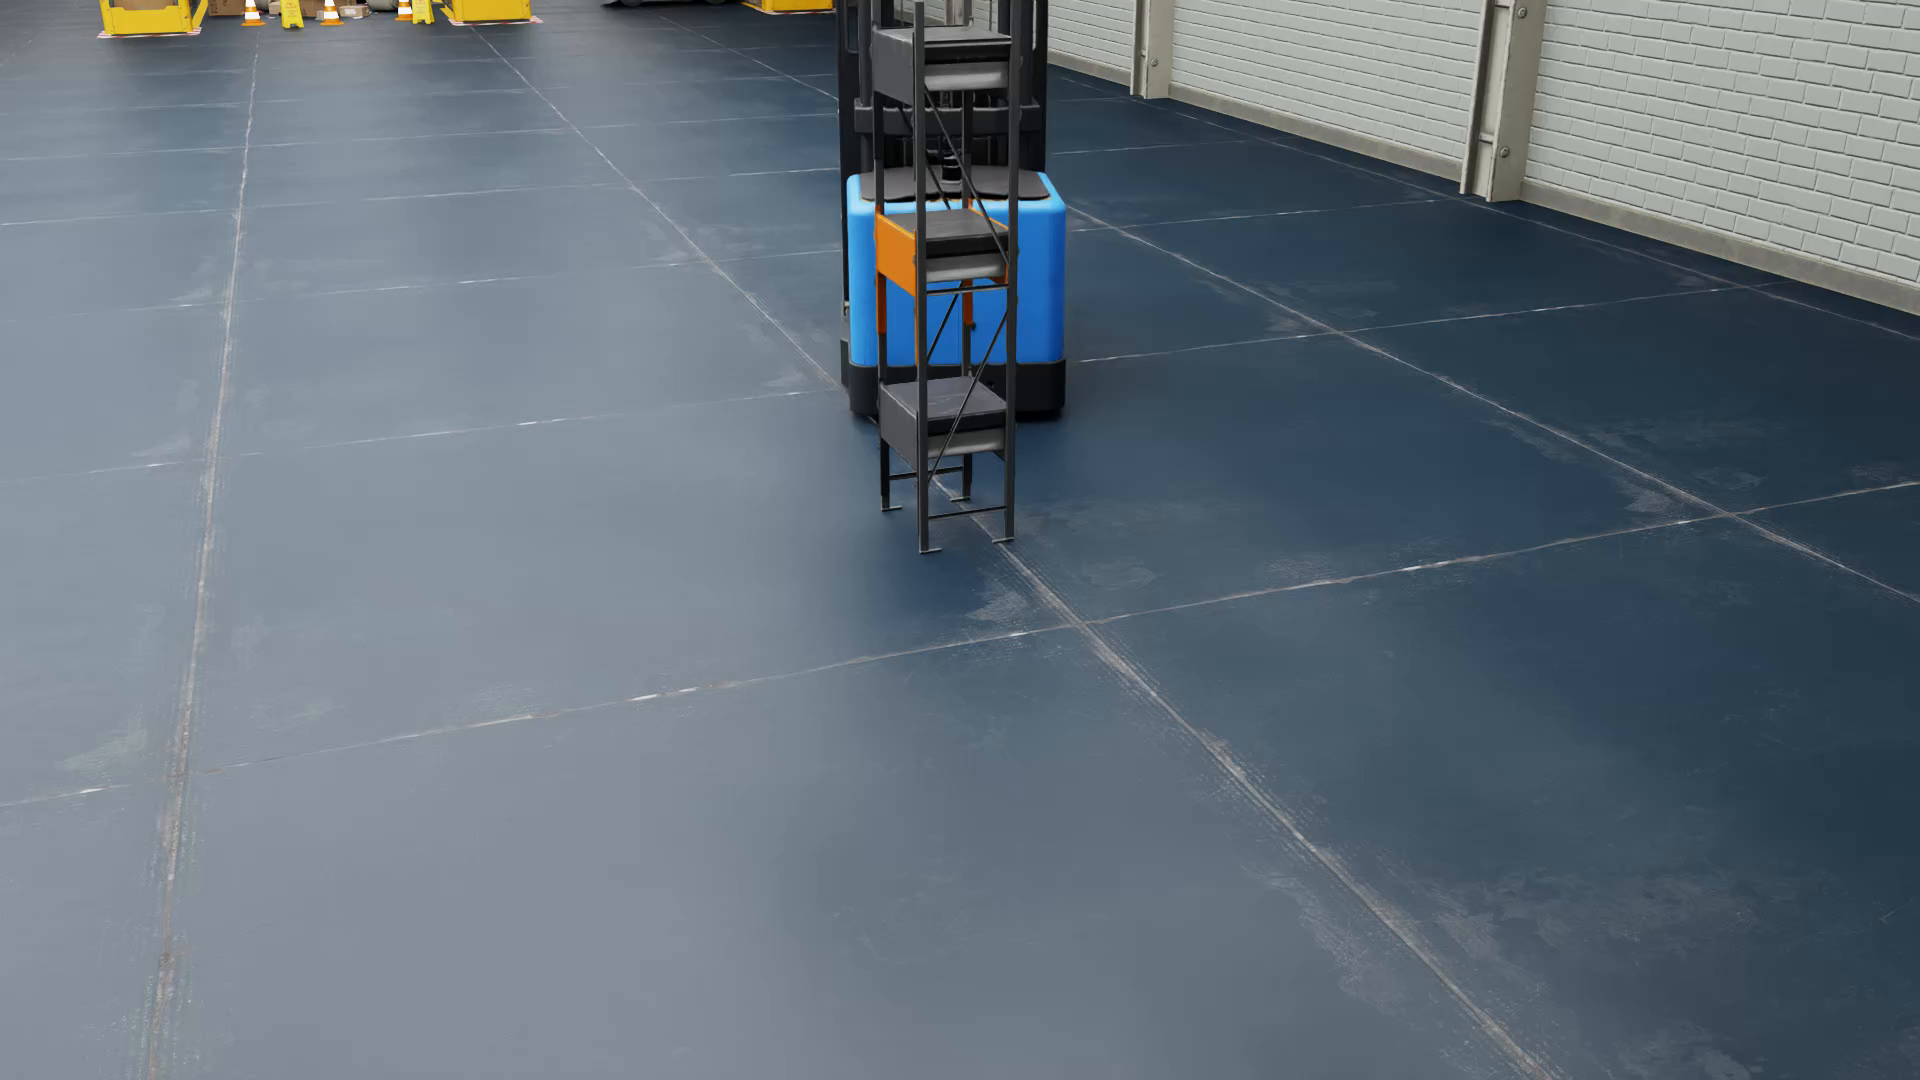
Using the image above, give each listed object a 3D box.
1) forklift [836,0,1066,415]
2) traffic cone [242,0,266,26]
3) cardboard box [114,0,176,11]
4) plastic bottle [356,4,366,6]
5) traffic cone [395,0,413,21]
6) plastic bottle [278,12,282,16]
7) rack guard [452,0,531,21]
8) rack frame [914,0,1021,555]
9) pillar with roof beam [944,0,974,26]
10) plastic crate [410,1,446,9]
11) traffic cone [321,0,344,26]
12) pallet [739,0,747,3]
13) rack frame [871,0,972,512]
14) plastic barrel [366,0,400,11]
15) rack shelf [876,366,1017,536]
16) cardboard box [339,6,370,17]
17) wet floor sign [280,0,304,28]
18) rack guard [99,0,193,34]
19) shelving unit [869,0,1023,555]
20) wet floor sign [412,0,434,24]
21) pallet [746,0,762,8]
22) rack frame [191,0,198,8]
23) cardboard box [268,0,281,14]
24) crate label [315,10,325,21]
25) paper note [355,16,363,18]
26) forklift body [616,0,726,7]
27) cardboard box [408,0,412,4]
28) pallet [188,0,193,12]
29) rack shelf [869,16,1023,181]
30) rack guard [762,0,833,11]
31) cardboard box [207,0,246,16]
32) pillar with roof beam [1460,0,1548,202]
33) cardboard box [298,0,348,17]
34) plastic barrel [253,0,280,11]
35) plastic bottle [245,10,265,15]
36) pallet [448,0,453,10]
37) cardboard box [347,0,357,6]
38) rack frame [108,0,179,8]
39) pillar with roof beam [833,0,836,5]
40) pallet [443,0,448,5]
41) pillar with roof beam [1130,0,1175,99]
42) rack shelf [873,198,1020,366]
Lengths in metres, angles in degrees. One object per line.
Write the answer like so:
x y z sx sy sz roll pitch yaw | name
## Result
-0.110 -2.485 8.872 1.130 2.935 3.031 -2 23 -4 | forklift
-10.823 -8.110 25.396 0.336 0.463 0.334 -8 24 -19 | traffic cone
-12.266 -8.343 24.877 0.875 0.875 0.875 -8 24 -19 | cardboard box
-10.081 -8.980 27.977 0.133 0.061 0.283 -4 23 -10 | plastic bottle
-8.728 -8.417 26.125 0.336 0.463 0.334 -8 24 -19 | traffic cone
-10.871 -8.459 26.741 0.133 0.061 0.283 -18 29 -37 | plastic bottle
-7.396 -8.483 26.232 1.175 0.500 0.348 -8 24 -19 | rack guard
0.028 -0.939 6.275 0.400 2.100 0.015 -8 24 -19 | rack frame
-4.037 -10.660 20.455 9.100 9.000 0.400 -8 24 -19 | pillar with roof beam
-8.995 -9.032 28.076 0.402 0.080 0.583 -18 29 -37 | plastic crate
-9.646 -8.141 25.470 0.336 0.463 0.334 -8 24 -19 | traffic cone
-3.463 -9.719 29.538 1.003 0.211 1.213 -8 24 -19 | pallet
-0.145 -1.116 6.695 0.400 2.100 0.015 -8 24 -19 | rack frame
-9.515 -8.963 27.470 0.512 0.421 0.421 8 24 18 | plastic barrel
-0.058 -0.370 6.762 0.431 0.518 0.480 -8 24 -19 | rack shelf
-9.722 -8.492 26.707 0.380 0.149 0.250 4 23 9 | cardboard box
-10.102 -8.067 25.060 0.267 0.644 0.232 -13 26 -28 | wet floor sign
-11.956 -7.731 24.448 1.175 0.500 0.348 -8 24 -19 | rack guard
-0.058 -1.028 6.485 0.431 2.100 0.503 -8 24 -19 | shelving unit
-8.303 -8.306 25.627 0.267 0.644 0.232 0 23 -1 | wet floor sign
-3.036 -9.277 28.488 1.003 0.211 1.213 -8 24 -19 | pallet
-13.377 -10.345 27.431 1.000 3.000 0.127 -8 24 -19 | rack frame
-11.047 -8.713 27.080 0.396 0.266 0.258 -4 23 -10 | cardboard box
-9.982 -8.268 26.191 0.298 0.136 0.250 18 29 36 | crate label
-9.565 -8.309 26.425 0.148 0.019 0.142 -18 29 -37 | paper note
-5.103 -10.337 28.506 2.313 2.155 1.214 -8 24 -19 | forklift body
-9.677 -9.334 28.248 0.500 0.500 0.500 8 24 18 | cardboard box
-13.182 -8.773 27.292 1.003 0.211 1.213 -8 24 -19 | pallet
-0.058 -1.660 6.218 0.431 0.518 0.480 -8 24 -19 | rack shelf
-2.718 -9.129 27.765 1.175 0.500 0.348 -8 24 -19 | rack guard
-11.869 -8.771 26.912 0.500 0.500 0.500 -4 23 -10 | cardboard box
0.202 -6.300 10.110 9.100 9.000 0.400 -8 24 -19 | pillar with roof beam
-10.358 -8.748 26.856 0.637 0.503 0.797 12 26 27 | cardboard box
-11.541 -8.956 27.453 0.512 0.421 0.421 8 24 18 | plastic barrel
-11.410 -8.532 26.913 0.283 0.061 0.133 -18 29 -37 | plastic bottle
-8.077 -9.092 28.050 1.003 0.211 1.213 -8 24 -19 | pallet
-10.502 -9.210 28.260 0.396 0.266 0.258 12 26 27 | cardboard box
-11.964 -8.891 23.983 1.000 3.000 0.127 -8 24 -19 | rack frame
-6.157 -12.840 25.628 9.100 9.000 0.400 -8 24 -19 | pillar with roof beam
-8.512 -9.536 29.104 1.003 0.211 1.213 -8 24 -19 | pallet
-1.918 -8.480 15.283 9.100 9.000 0.400 -8 24 -19 | pillar with roof beam
-0.058 -1.015 6.490 0.431 0.518 0.480 -8 24 -19 | rack shelf
